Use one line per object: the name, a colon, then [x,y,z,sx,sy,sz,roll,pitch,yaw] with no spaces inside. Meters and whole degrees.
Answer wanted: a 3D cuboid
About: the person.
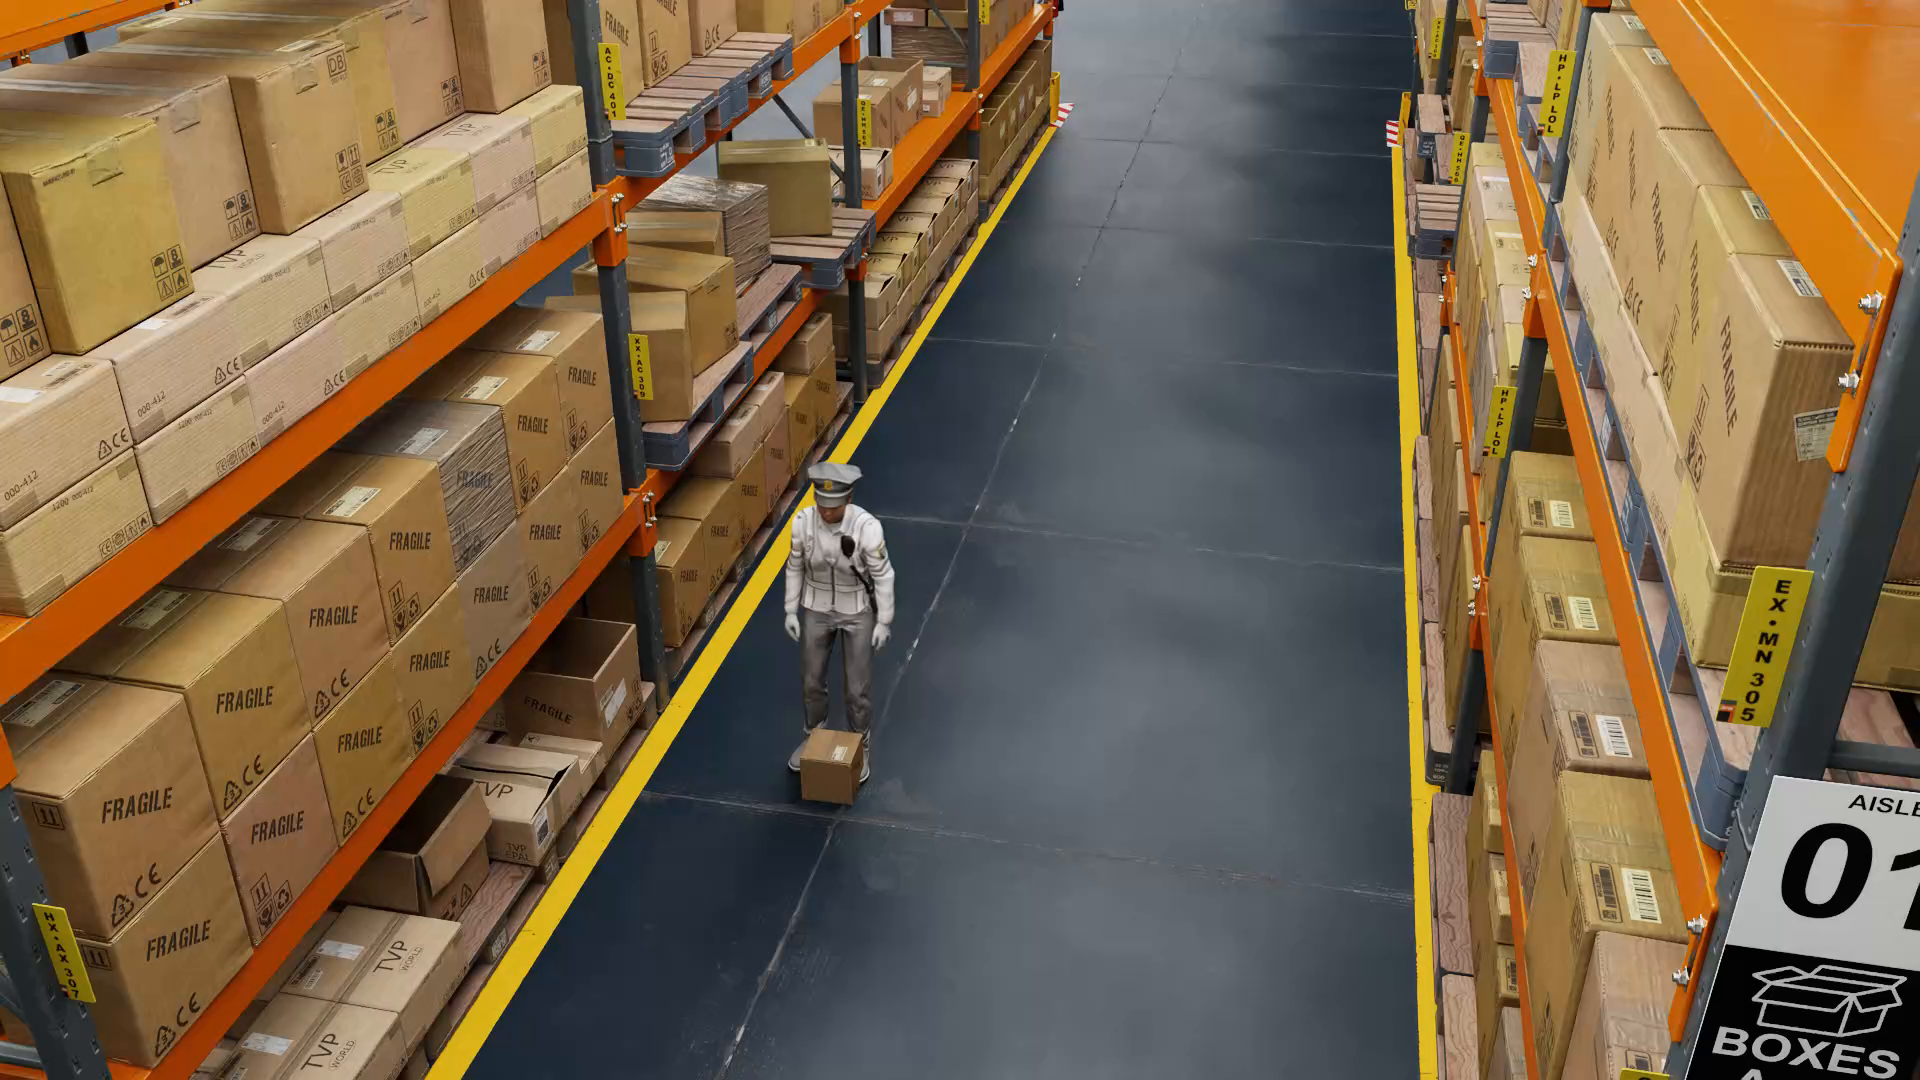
person: [-0.580,0.377,7.927,0.533,1.663,0.404,6,29,10]
